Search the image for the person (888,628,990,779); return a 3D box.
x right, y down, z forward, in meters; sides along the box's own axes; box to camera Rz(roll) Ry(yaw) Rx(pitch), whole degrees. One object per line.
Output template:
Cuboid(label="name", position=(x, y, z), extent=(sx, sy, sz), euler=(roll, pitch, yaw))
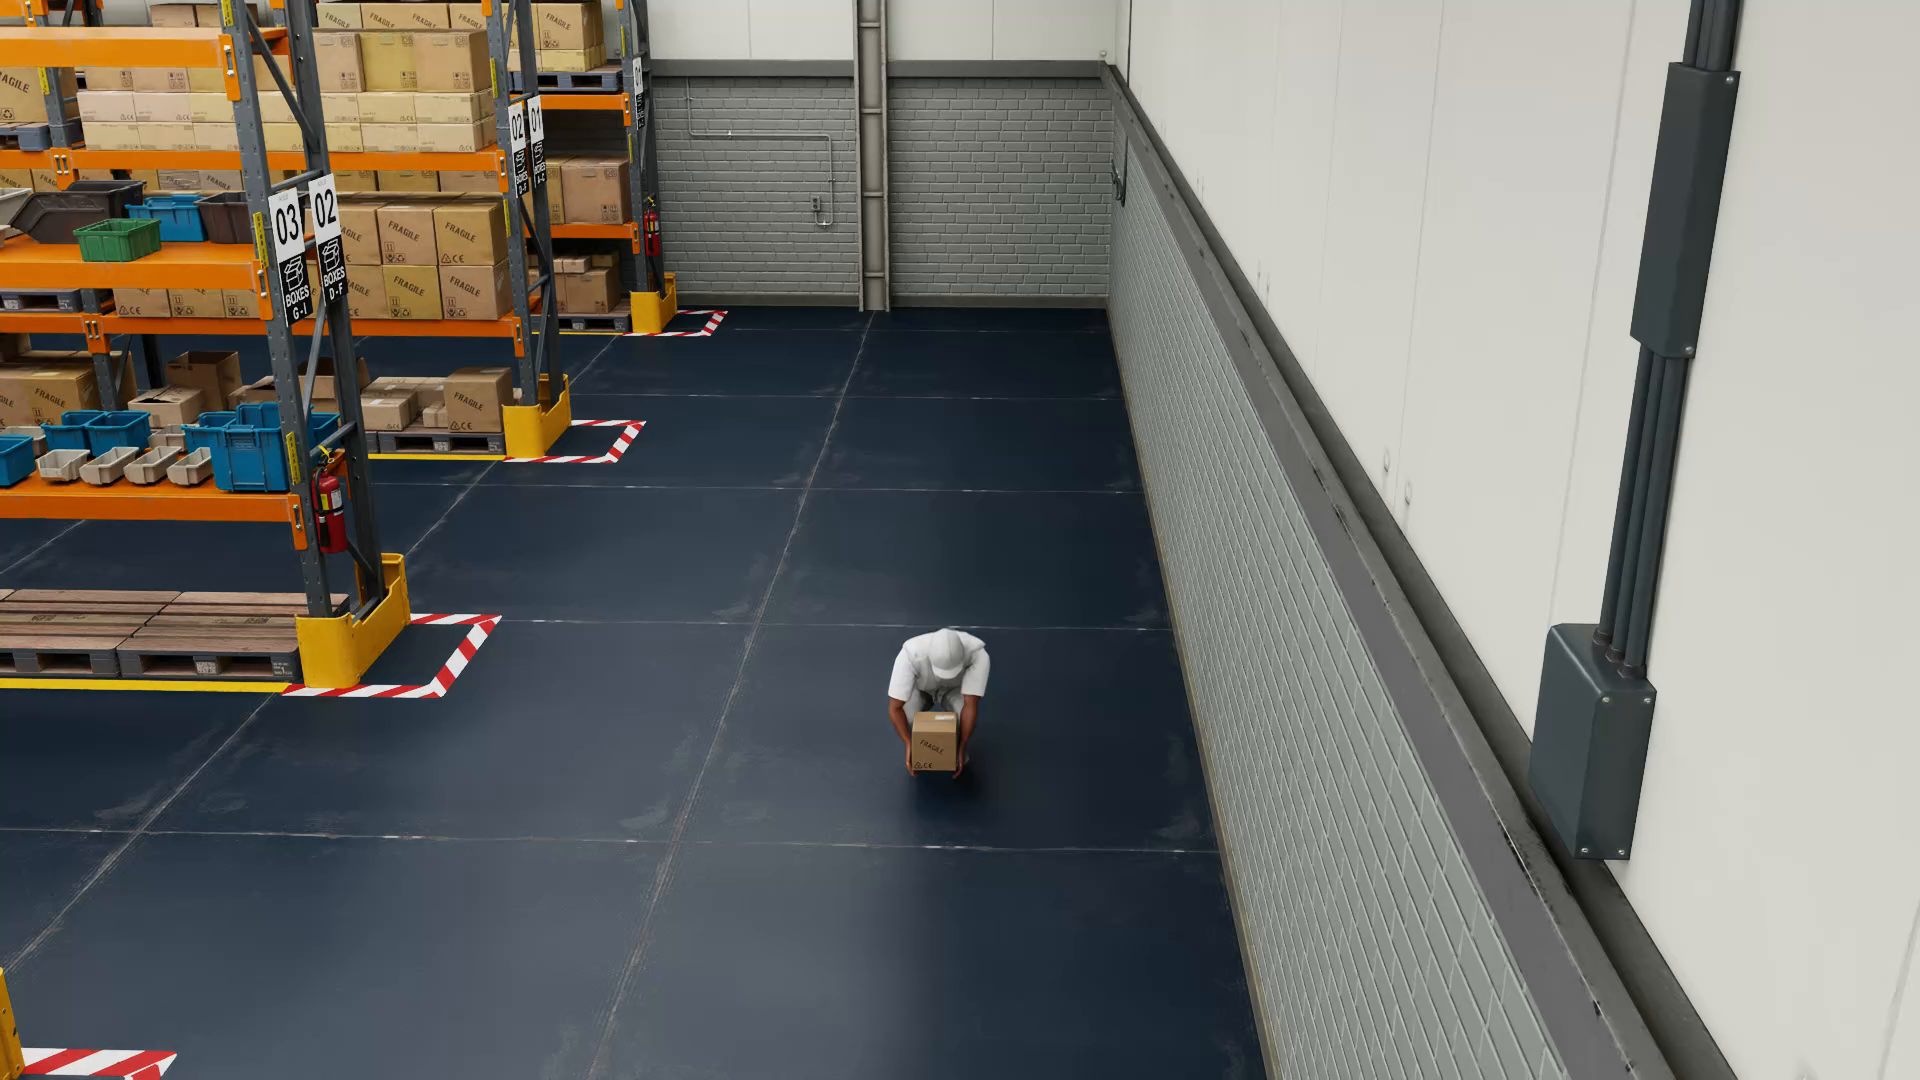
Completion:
Cuboid(label="person", position=(-0.119, 0.884, 9.803), extent=(0.588, 0.999, 0.865), euler=(1, 21, 1))
